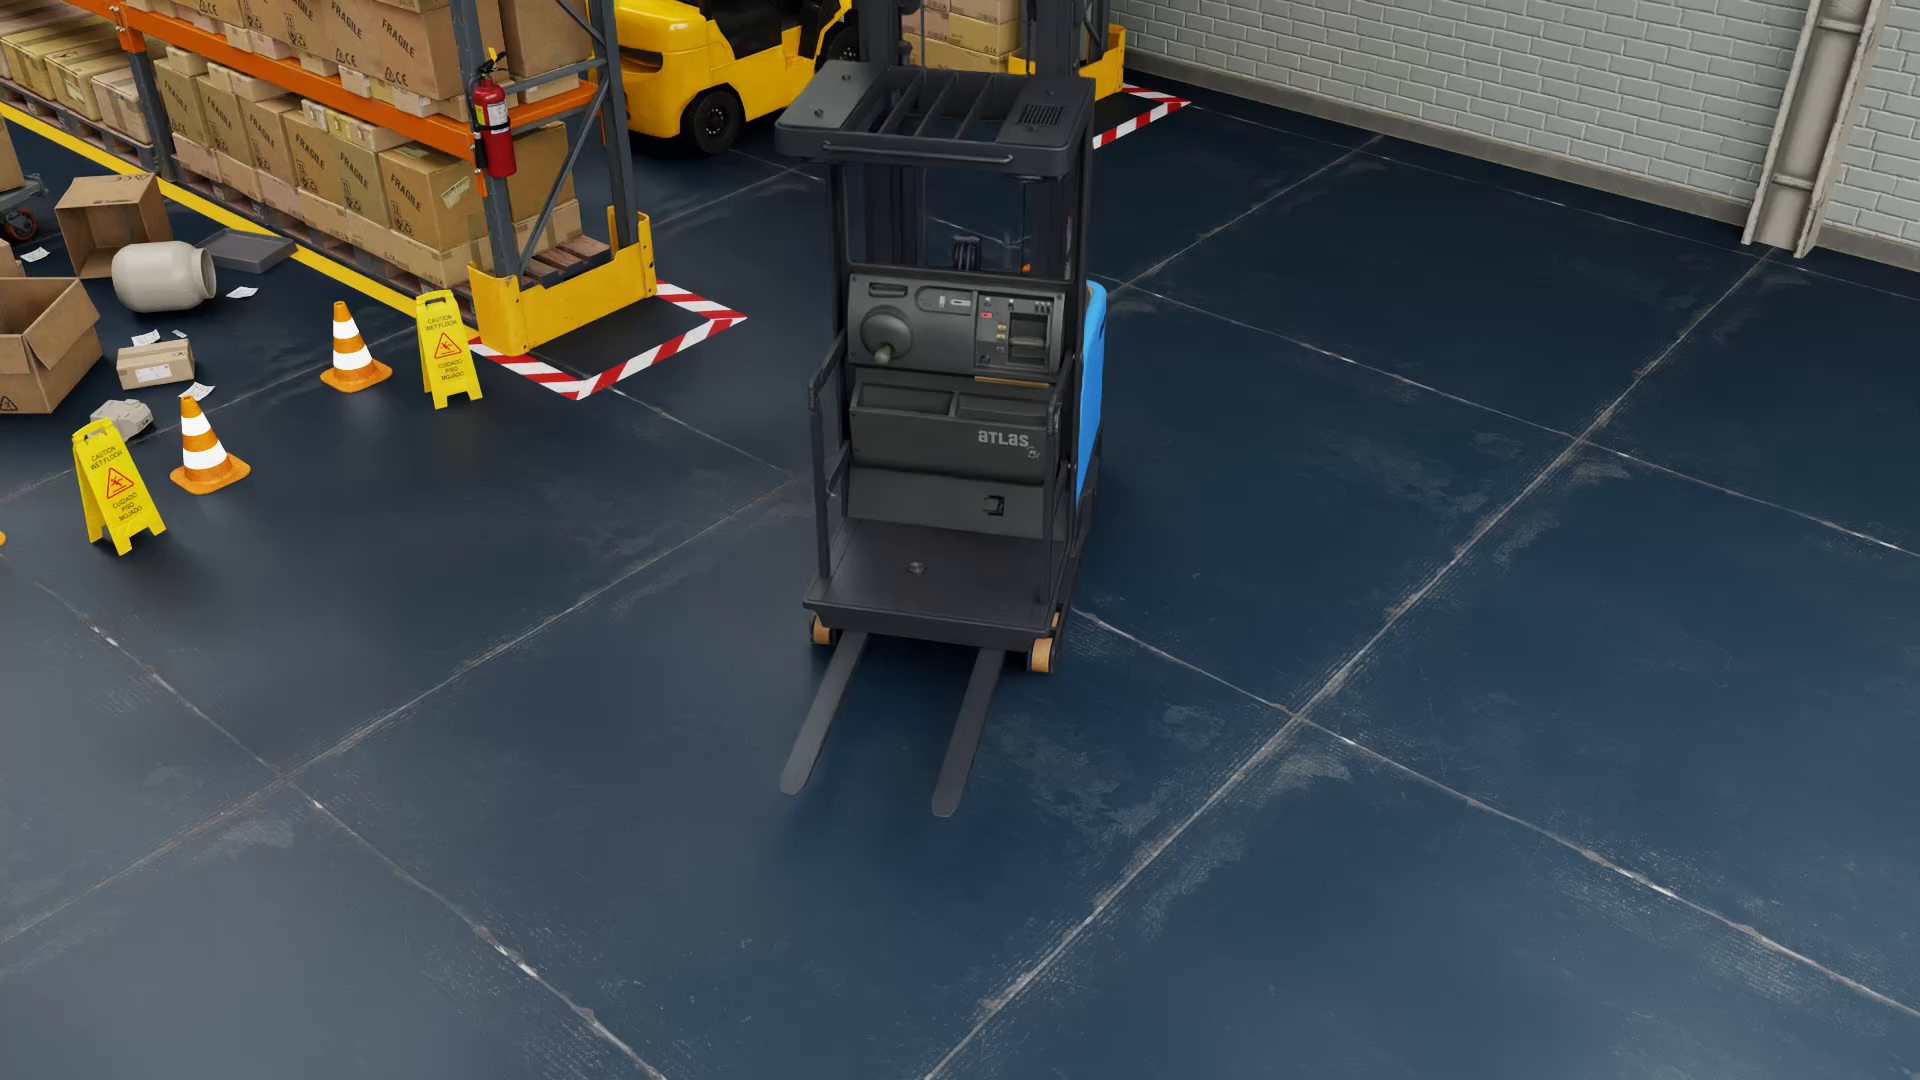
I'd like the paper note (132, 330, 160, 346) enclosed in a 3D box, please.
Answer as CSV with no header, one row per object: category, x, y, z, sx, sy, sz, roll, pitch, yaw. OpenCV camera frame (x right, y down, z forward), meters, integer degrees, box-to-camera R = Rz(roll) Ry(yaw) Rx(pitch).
paper note,-4.897,-1.215,10.003,0.148,0.019,0.142,-18,38,-25

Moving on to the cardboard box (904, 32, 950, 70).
cardboard box,-0.106,-4.012,13.501,0.500,0.250,0.500,25,42,32

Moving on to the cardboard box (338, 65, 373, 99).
cardboard box,-3.430,-2.759,9.840,0.250,0.149,0.380,26,42,33

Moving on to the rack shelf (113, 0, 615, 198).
rack shelf,-3.877,-3.023,10.637,4.000,0.370,1.077,25,42,32

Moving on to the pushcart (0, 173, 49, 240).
pushcart,-6.834,-1.953,10.760,0.936,0.377,1.648,12,36,16

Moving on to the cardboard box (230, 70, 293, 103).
cardboard box,-4.471,-2.976,10.756,0.250,0.149,0.380,28,43,34

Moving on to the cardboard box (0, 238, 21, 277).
cardboard box,-6.034,-1.491,9.857,0.503,0.637,0.797,25,42,32

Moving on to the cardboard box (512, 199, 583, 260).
cardboard box,-2.783,-2.047,10.639,0.500,0.250,0.500,25,42,31

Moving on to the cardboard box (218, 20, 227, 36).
cardboard box,-4.533,-3.347,10.696,0.250,0.149,0.380,25,42,32

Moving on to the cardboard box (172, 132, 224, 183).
cardboard box,-5.133,-2.752,11.666,0.500,0.250,0.500,23,41,30

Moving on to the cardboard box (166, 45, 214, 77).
cardboard box,-5.076,-3.257,11.166,0.250,0.149,0.380,26,42,32

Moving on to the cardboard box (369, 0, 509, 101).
cardboard box,-2.933,-2.835,9.378,0.500,0.500,0.500,24,41,31

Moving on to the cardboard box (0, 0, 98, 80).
cardboard box,-7.488,-4.110,13.535,0.625,0.372,0.950,24,41,31

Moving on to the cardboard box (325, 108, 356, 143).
cardboard box,-3.639,-2.584,10.185,0.250,0.149,0.380,26,42,33

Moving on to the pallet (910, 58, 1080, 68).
pallet,0.219,-3.865,13.691,1.213,0.211,1.003,25,42,32

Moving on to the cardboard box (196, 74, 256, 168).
cardboard box,-4.714,-2.872,11.178,0.500,0.500,0.500,27,43,34

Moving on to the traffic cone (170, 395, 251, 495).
traffic cone,-3.945,-0.537,8.624,0.334,0.463,0.336,25,42,32

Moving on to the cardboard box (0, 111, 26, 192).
cardboard box,-6.530,-2.540,10.838,0.500,0.500,0.500,25,42,32

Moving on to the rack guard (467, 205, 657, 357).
rack guard,-2.398,-1.592,10.126,0.348,0.500,1.175,25,42,32

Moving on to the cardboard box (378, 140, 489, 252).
cardboard box,-3.122,-2.120,10.083,0.500,0.500,0.500,26,42,32

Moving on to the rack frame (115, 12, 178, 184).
rack frame,-5.414,-4.044,11.488,0.127,3.000,1.000,25,42,32

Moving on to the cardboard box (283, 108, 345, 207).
cardboard box,-3.909,-2.494,10.627,0.500,0.500,0.500,24,41,31

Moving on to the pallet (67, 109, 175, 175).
pallet,-6.013,-3.175,12.687,1.213,0.211,1.003,25,42,32

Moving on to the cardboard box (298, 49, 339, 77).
cardboard box,-3.792,-2.966,10.142,0.250,0.149,0.380,25,42,31

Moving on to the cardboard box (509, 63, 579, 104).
cardboard box,-2.469,-2.704,9.760,0.250,0.149,0.380,25,42,32

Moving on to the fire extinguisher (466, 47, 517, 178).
fire extinguisher,-2.547,-2.321,9.048,0.183,0.674,0.296,25,42,32

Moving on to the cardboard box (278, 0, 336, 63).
cardboard box,-3.697,-3.201,9.911,0.500,0.500,0.500,25,42,32

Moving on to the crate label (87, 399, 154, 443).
crate label,-4.589,-0.661,9.091,0.298,0.136,0.250,6,35,8

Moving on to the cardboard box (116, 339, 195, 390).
cardboard box,-4.639,-1.015,9.597,0.380,0.149,0.250,-12,36,-17

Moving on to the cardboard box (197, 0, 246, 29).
cardboard box,-4.476,-3.568,10.444,0.500,0.500,0.500,25,42,31

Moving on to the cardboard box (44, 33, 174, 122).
cardboard box,-6.373,-3.581,12.765,0.625,0.372,0.950,28,43,34

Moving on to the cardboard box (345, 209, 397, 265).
cardboard box,-3.526,-2.001,10.572,0.500,0.250,0.500,25,42,32

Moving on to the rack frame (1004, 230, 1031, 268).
rack frame,0.296,-1.104,8.790,0.006,1.200,0.240,25,40,32

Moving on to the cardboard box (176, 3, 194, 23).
cardboard box,-4.926,-3.534,10.969,0.250,0.149,0.380,25,42,32

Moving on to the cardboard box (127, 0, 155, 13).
cardboard box,-5.377,-3.686,11.190,0.250,0.149,0.380,25,42,32

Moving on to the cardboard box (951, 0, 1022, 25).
cardboard box,0.280,-4.239,12.947,0.500,0.250,0.500,27,43,33

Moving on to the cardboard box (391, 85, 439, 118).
cardboard box,-3.030,-2.577,9.575,0.250,0.149,0.380,25,42,31

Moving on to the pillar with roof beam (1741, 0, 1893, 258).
pillar with roof beam,2.731,-3.827,5.873,0.400,9.000,9.100,25,42,32

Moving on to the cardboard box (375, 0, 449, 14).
cardboard box,-2.872,-3.261,9.114,0.500,0.500,0.700,24,41,31

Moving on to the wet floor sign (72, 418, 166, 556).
wet floor sign,-4.140,-0.285,8.095,0.232,0.644,0.267,18,38,24

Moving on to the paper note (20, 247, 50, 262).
paper note,-6.098,-1.885,10.968,0.142,0.019,0.148,25,42,32

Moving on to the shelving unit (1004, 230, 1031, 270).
shelving unit,0.366,-1.070,8.742,0.189,1.200,0.258,25,40,32

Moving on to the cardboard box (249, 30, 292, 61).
cardboard box,-4.188,-3.140,10.394,0.250,0.149,0.380,25,42,32

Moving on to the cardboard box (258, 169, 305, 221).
cardboard box,-4.306,-2.373,11.113,0.500,0.250,0.500,25,41,31

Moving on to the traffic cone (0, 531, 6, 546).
traffic cone,-4.929,-0.169,8.087,0.334,0.463,0.336,25,42,32

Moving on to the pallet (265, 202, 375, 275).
pallet,-3.933,-2.224,11.303,1.213,0.211,1.003,25,42,32

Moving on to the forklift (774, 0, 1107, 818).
forklift,-0.062,-0.847,6.894,1.130,2.935,3.031,7,35,10

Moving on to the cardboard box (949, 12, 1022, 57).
cardboard box,0.259,-4.042,13.102,0.500,0.250,0.500,25,41,31
